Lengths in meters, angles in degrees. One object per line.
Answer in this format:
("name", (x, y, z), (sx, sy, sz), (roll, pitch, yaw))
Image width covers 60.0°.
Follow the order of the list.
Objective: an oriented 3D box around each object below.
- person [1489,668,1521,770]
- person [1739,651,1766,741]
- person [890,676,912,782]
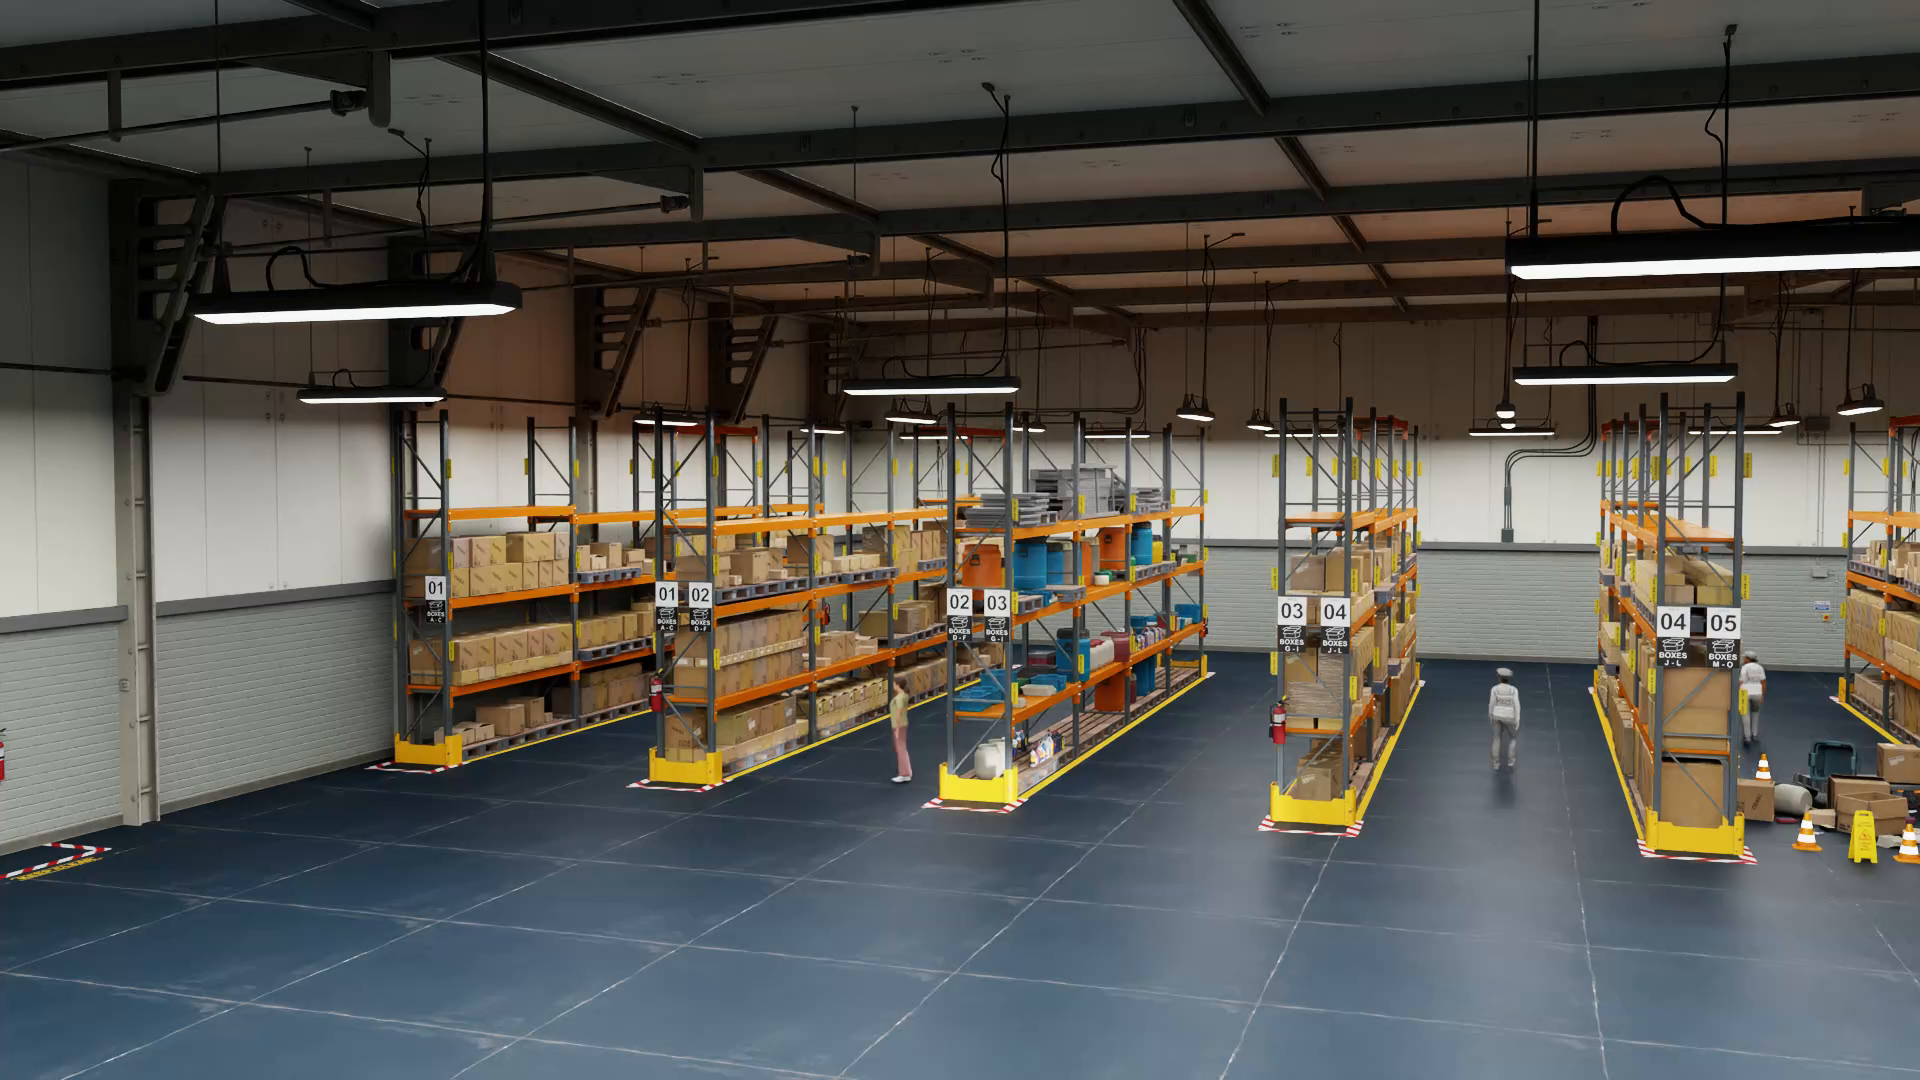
("person", (9.036, 2.997, 27.581), (0.535, 1.749, 0.536), (2, 3, 44))
("person", (14.449, 2.864, 30.453), (0.560, 1.682, 0.743), (1, 3, 16))
("person", (-0.945, 3.034, 26.598), (0.352, 1.710, 0.534), (0, 2, 10))
